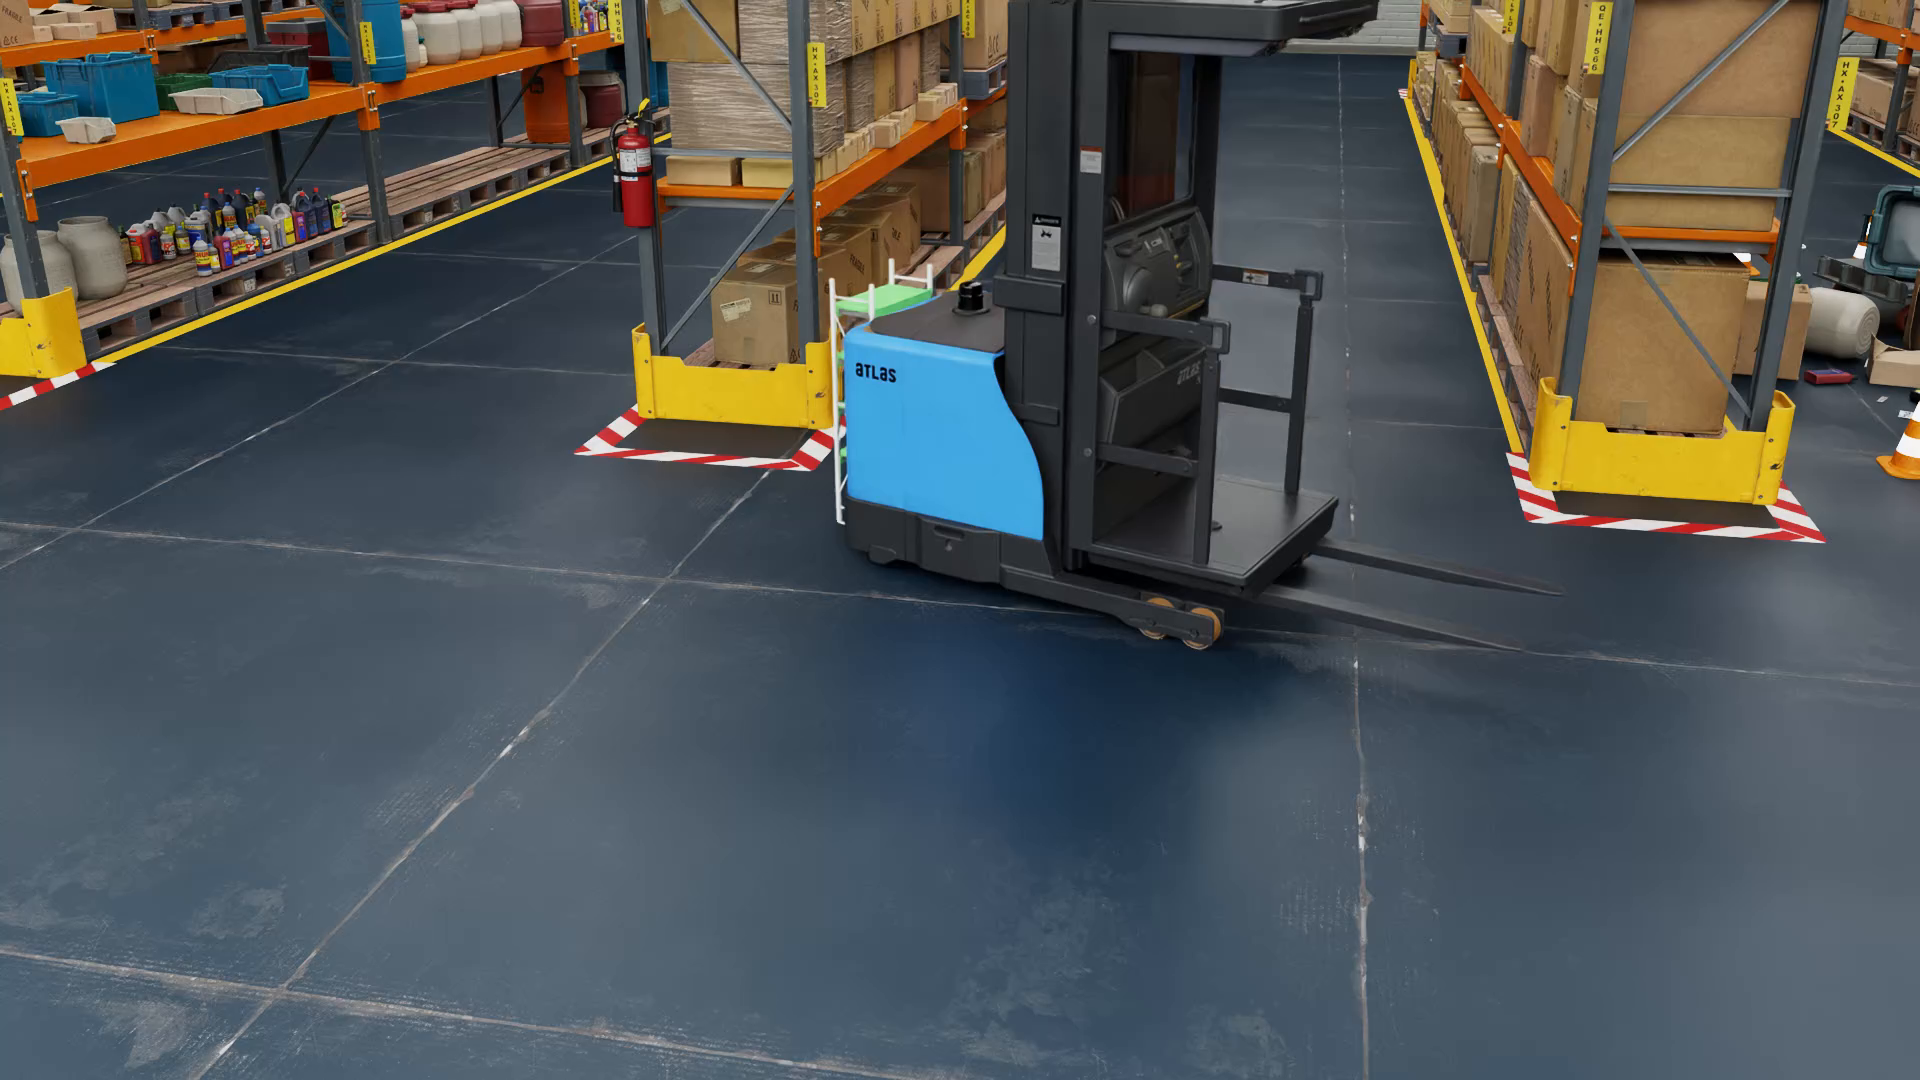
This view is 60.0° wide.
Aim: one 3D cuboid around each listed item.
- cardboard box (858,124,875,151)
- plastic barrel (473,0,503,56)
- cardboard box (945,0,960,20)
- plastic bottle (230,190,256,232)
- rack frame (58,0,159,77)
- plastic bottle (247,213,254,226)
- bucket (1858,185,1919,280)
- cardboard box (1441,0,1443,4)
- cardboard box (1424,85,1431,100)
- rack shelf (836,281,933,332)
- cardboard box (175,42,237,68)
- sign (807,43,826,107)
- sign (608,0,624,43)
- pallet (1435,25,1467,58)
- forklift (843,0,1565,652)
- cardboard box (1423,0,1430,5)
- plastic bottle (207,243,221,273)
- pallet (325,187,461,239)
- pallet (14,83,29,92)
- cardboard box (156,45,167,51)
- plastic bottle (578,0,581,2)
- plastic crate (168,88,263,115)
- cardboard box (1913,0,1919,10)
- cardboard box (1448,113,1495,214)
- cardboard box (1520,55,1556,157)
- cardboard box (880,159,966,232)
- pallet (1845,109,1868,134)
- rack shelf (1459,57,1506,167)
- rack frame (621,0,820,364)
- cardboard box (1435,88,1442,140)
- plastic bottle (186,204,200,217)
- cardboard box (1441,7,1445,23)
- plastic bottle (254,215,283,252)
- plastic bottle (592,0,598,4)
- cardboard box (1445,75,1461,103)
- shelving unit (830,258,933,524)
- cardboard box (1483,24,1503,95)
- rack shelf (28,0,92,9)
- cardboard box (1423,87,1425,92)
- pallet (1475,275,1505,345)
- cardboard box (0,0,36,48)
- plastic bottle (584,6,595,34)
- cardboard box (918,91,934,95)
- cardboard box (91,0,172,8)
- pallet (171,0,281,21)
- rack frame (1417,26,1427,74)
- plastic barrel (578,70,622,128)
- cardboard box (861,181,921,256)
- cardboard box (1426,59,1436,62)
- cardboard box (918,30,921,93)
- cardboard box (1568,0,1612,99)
[{"bbox_3d":[-0.750,-2.519,10.430,0.380,0.149,0.250,4,22,11],"label":"cardboard box"},{"bbox_3d":[-4.593,-4.901,15.857,0.421,0.512,0.421,0,22,0],"label":"plastic barrel"},{"bbox_3d":[-0.296,-4.018,11.944,0.500,0.500,0.500,4,22,11],"label":"cardboard box"},{"bbox_3d":[-5.752,-2.633,13.334,0.144,0.351,0.185,4,22,11],"label":"plastic bottle"},{"bbox_3d":[-9.354,-5.774,18.176,1.000,3.000,0.127,4,22,11],"label":"rack frame"},{"bbox_3d":[-5.418,-2.380,12.794,0.061,0.283,0.133,4,22,11],"label":"plastic bottle"},{"bbox_3d":[6.591,-2.101,11.403,0.726,0.611,0.620,13,15,29],"label":"bucket"},{"bbox_3d":[5.094,-5.506,16.887,0.380,0.149,0.250,5,22,12],"label":"cardboard box"},{"bbox_3d":[5.828,-5.415,20.139,0.380,0.149,0.250,4,22,9],"label":"cardboard box"},{"bbox_3d":[-0.364,-1.083,7.824,0.258,0.148,0.480,13,25,29],"label":"rack shelf"},{"bbox_3d":[-9.181,-5.922,20.296,0.500,0.250,0.500,4,22,10],"label":"cardboard box"},{"bbox_3d":[-0.758,-2.452,8.769,0.100,0.325,0.005,4,22,11],"label":"sign"},{"bbox_3d":[-1.829,-2.825,8.881,0.100,0.325,0.005,4,22,11],"label":"sign"},{"bbox_3d":[5.219,-4.783,15.970,1.213,0.211,1.003,4,22,11],"label":"pallet"},{"bbox_3d":[0.998,-1.142,6.765,3.031,2.935,1.130,13,25,29],"label":"forklift"},{"bbox_3d":[6.305,-7.128,21.874,0.380,0.149,0.250,4,22,9],"label":"cardboard box"},{"bbox_3d":[-5.442,-2.053,12.093,0.097,0.201,0.097,0,22,0],"label":"plastic bottle"},{"bbox_3d":[-5.200,-2.929,14.844,1.003,0.211,1.213,4,22,11],"label":"pallet"},{"bbox_3d":[-13.472,-6.032,22.549,1.003,0.211,1.213,4,22,11],"label":"pallet"},{"bbox_3d":[-12.719,-7.665,25.655,0.700,0.500,0.500,4,22,11],"label":"cardboard box"},{"bbox_3d":[-4.444,-6.195,19.392,0.097,0.271,0.097,0,22,0],"label":"plastic bottle"},{"bbox_3d":[-5.406,-3.197,12.130,0.530,0.136,0.437,4,22,11],"label":"plastic crate"},{"bbox_3d":[10.495,-5.748,17.643,0.500,0.250,0.500,4,22,9],"label":"cardboard box"},{"bbox_3d":[4.790,-3.218,14.279,1.050,0.750,0.750,5,22,12],"label":"cardboard box"},{"bbox_3d":[3.983,-2.682,10.298,0.875,0.550,0.550,4,22,11],"label":"cardboard box"},{"bbox_3d":[-0.327,-2.823,13.604,0.700,0.500,0.500,3,22,7],"label":"cardboard box"},{"bbox_3d":[11.339,-5.152,20.362,1.003,0.211,1.213,4,22,11],"label":"pallet"},{"bbox_3d":[4.770,-3.538,13.585,1.077,0.370,4.000,4,22,11],"label":"rack shelf"},{"bbox_3d":[-1.290,-2.092,9.033,1.000,3.000,0.127,4,22,11],"label":"rack frame"},{"bbox_3d":[5.477,-4.657,18.187,0.500,0.500,0.500,5,23,13],"label":"cardboard box"},{"bbox_3d":[-6.006,-2.487,13.060,0.061,0.283,0.133,5,23,13],"label":"plastic bottle"},{"bbox_3d":[5.041,-5.271,16.700,0.380,0.149,0.250,3,22,9],"label":"cardboard box"},{"bbox_3d":[-5.313,-2.368,12.776,0.152,0.276,0.135,5,22,12],"label":"plastic bottle"},{"bbox_3d":[-4.346,-6.322,19.702,0.152,0.276,0.135,4,22,11],"label":"plastic bottle"},{"bbox_3d":[5.272,-4.626,17.106,0.500,0.250,0.500,5,22,12],"label":"cardboard box"},{"bbox_3d":[-0.364,-0.697,7.979,0.258,1.200,0.503,13,25,29],"label":"shelving unit"},{"bbox_3d":[4.413,-3.767,13.058,0.500,0.500,0.500,5,22,11],"label":"cardboard box"},{"bbox_3d":[-12.980,-8.011,24.693,1.077,0.370,4.000,4,22,11],"label":"rack shelf"},{"bbox_3d":[6.087,-5.667,21.164,0.380,0.149,0.250,4,22,11],"label":"cardboard box"},{"bbox_3d":[4.130,-1.574,11.480,1.003,0.211,1.213,4,22,11],"label":"pallet"},{"bbox_3d":[-9.681,-5.206,16.631,0.500,0.500,0.500,3,22,8],"label":"cardboard box"},{"bbox_3d":[-3.989,-5.592,17.879,0.061,0.283,0.133,4,22,11],"label":"plastic bottle"},{"bbox_3d":[-0.400,-3.160,12.021,0.380,0.149,0.250,4,22,11],"label":"cardboard box"},{"bbox_3d":[-9.336,-6.255,18.672,0.700,0.500,0.500,-3,22,-7],"label":"cardboard box"},{"bbox_3d":[-8.962,-6.397,19.979,1.003,0.211,1.213,4,22,11],"label":"pallet"},{"bbox_3d":[6.810,-7.529,22.532,1.000,3.000,0.127,4,22,11],"label":"rack frame"},{"bbox_3d":[-4.192,-5.065,19.080,0.600,0.588,0.708,4,22,11],"label":"plastic barrel"},{"bbox_3d":[-0.594,-2.447,12.698,0.500,0.500,0.500,4,22,9],"label":"cardboard box"},{"bbox_3d":[6.220,-6.121,21.495,0.380,0.149,0.250,5,23,13],"label":"cardboard box"},{"bbox_3d":[-0.762,-3.399,11.747,0.875,0.500,0.500,4,22,11],"label":"cardboard box"},{"bbox_3d":[3.681,-2.588,8.619,0.875,0.550,0.550,4,22,11],"label":"cardboard box"}]
